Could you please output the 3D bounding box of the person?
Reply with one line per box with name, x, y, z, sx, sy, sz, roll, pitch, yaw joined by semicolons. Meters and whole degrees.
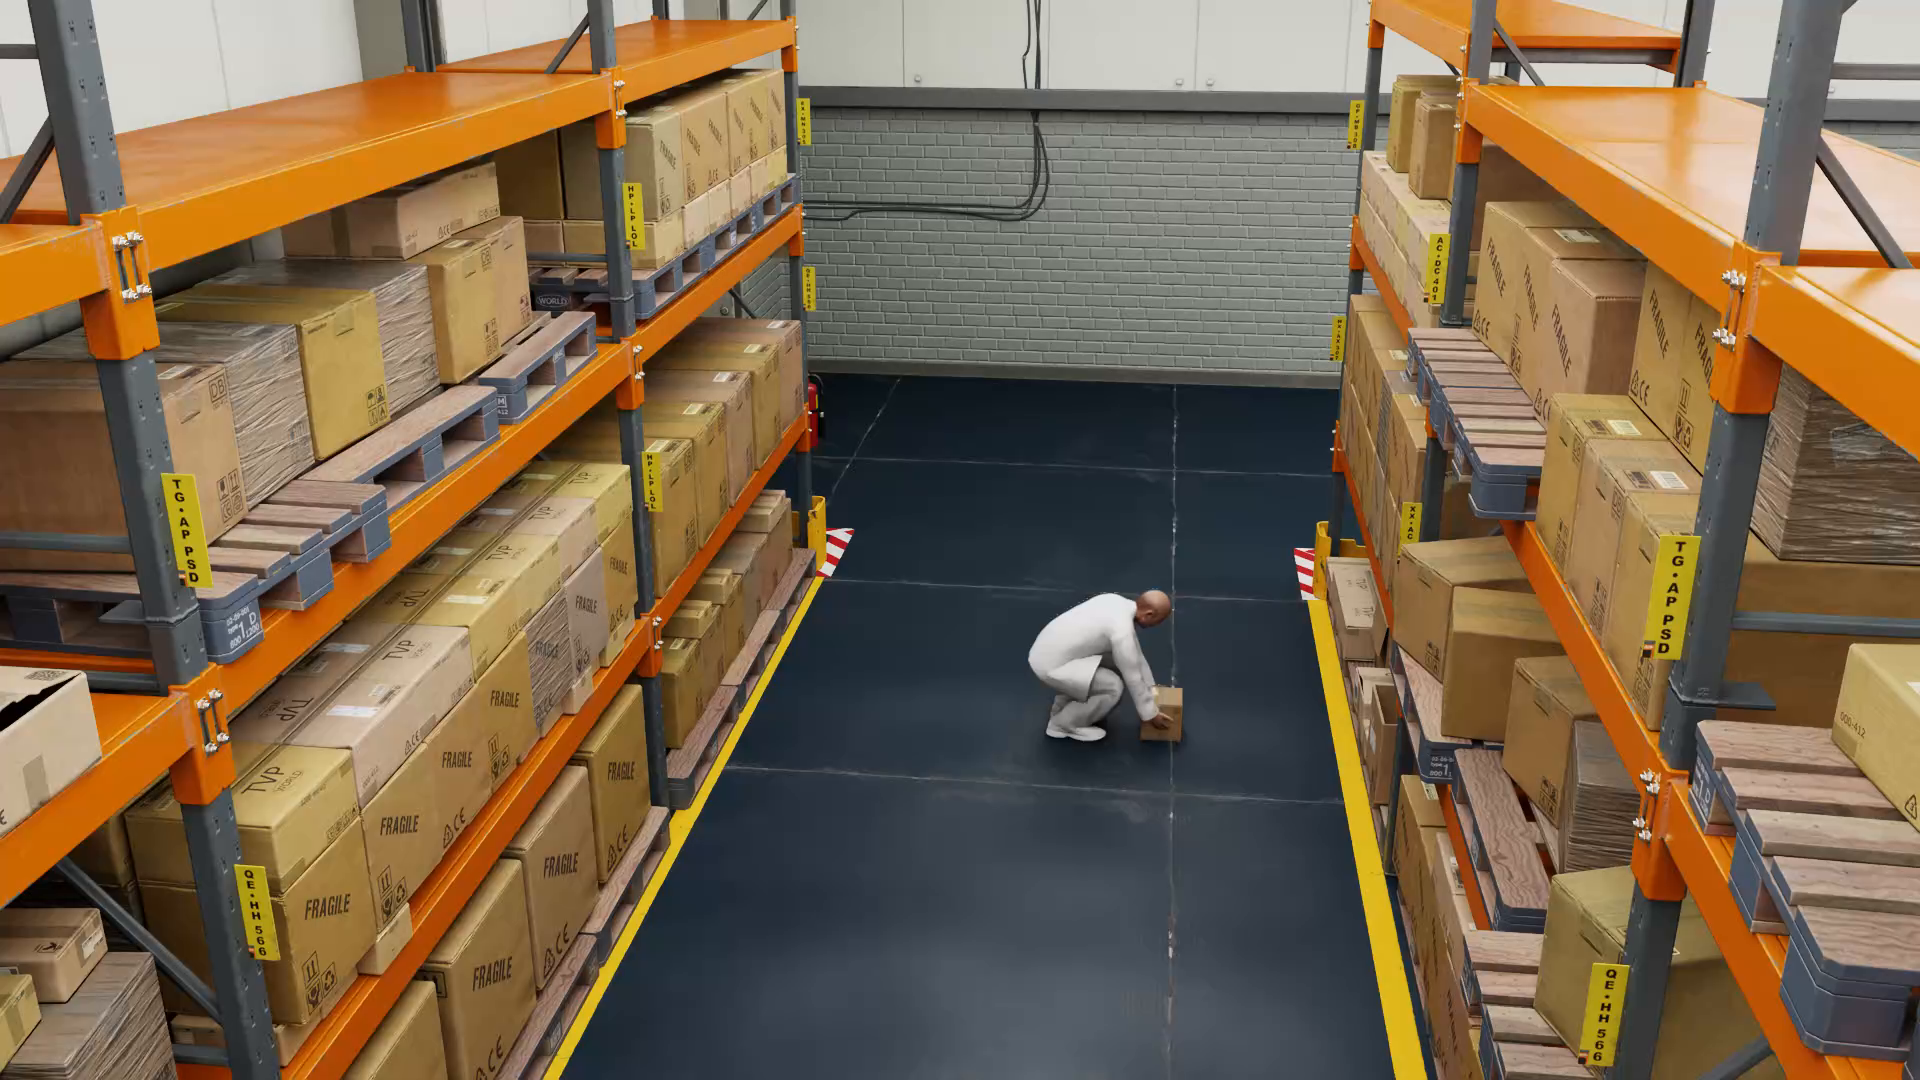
person;0.882;0.762;10.334;0.913;0.904;0.608;2;21;6
